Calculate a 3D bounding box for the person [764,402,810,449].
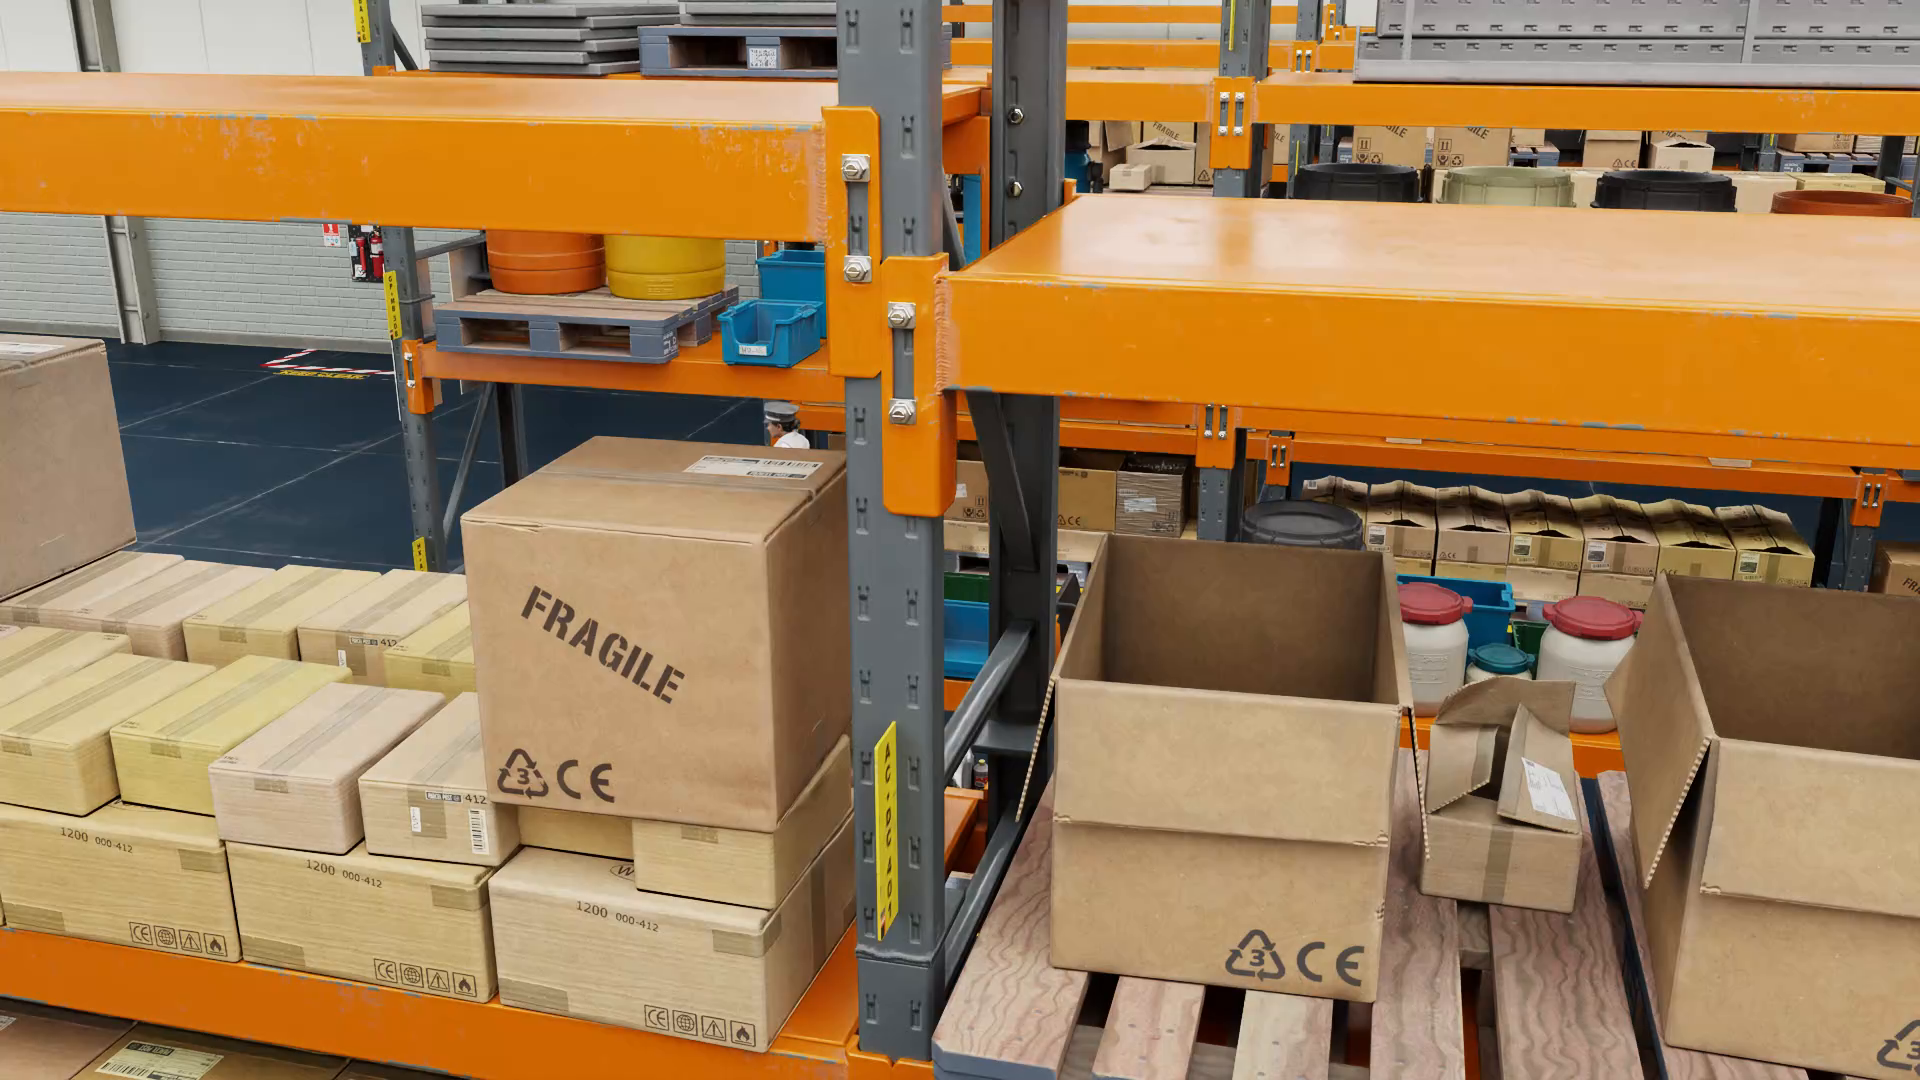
[{"bbox_3d":[-1.217,-0.186,12.112,0.375,1.662,0.526,4,19,13],"label":"person"}]
